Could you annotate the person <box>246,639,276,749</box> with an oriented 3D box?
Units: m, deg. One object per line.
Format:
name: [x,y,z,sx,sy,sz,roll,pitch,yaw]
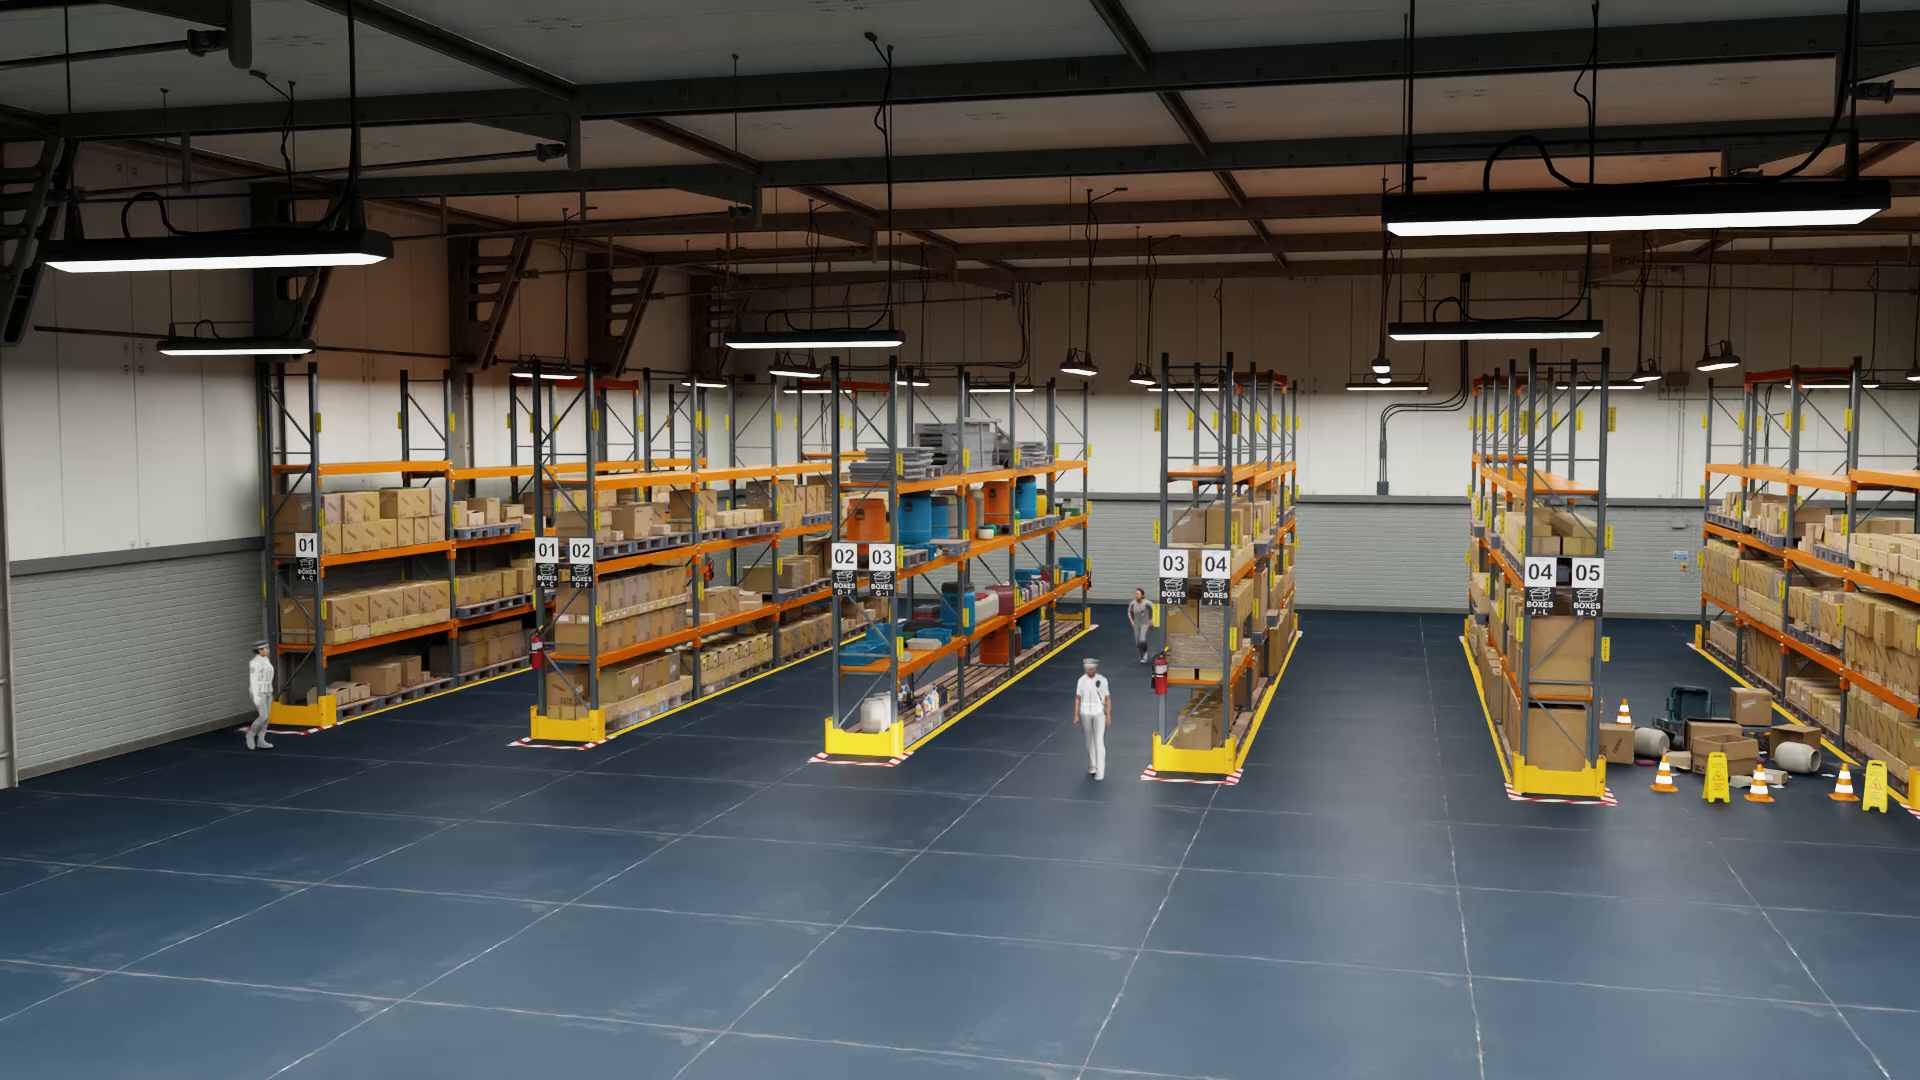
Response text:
person: [-10.716,2.353,25.478,0.424,1.681,0.505,1,4,10]

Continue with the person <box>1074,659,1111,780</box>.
person: [1.864,2.516,23.572,0.524,1.667,0.717,2,4,22]

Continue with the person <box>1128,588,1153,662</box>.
person: [3.811,1.779,34.627,0.603,1.583,0.698,2,4,23]
